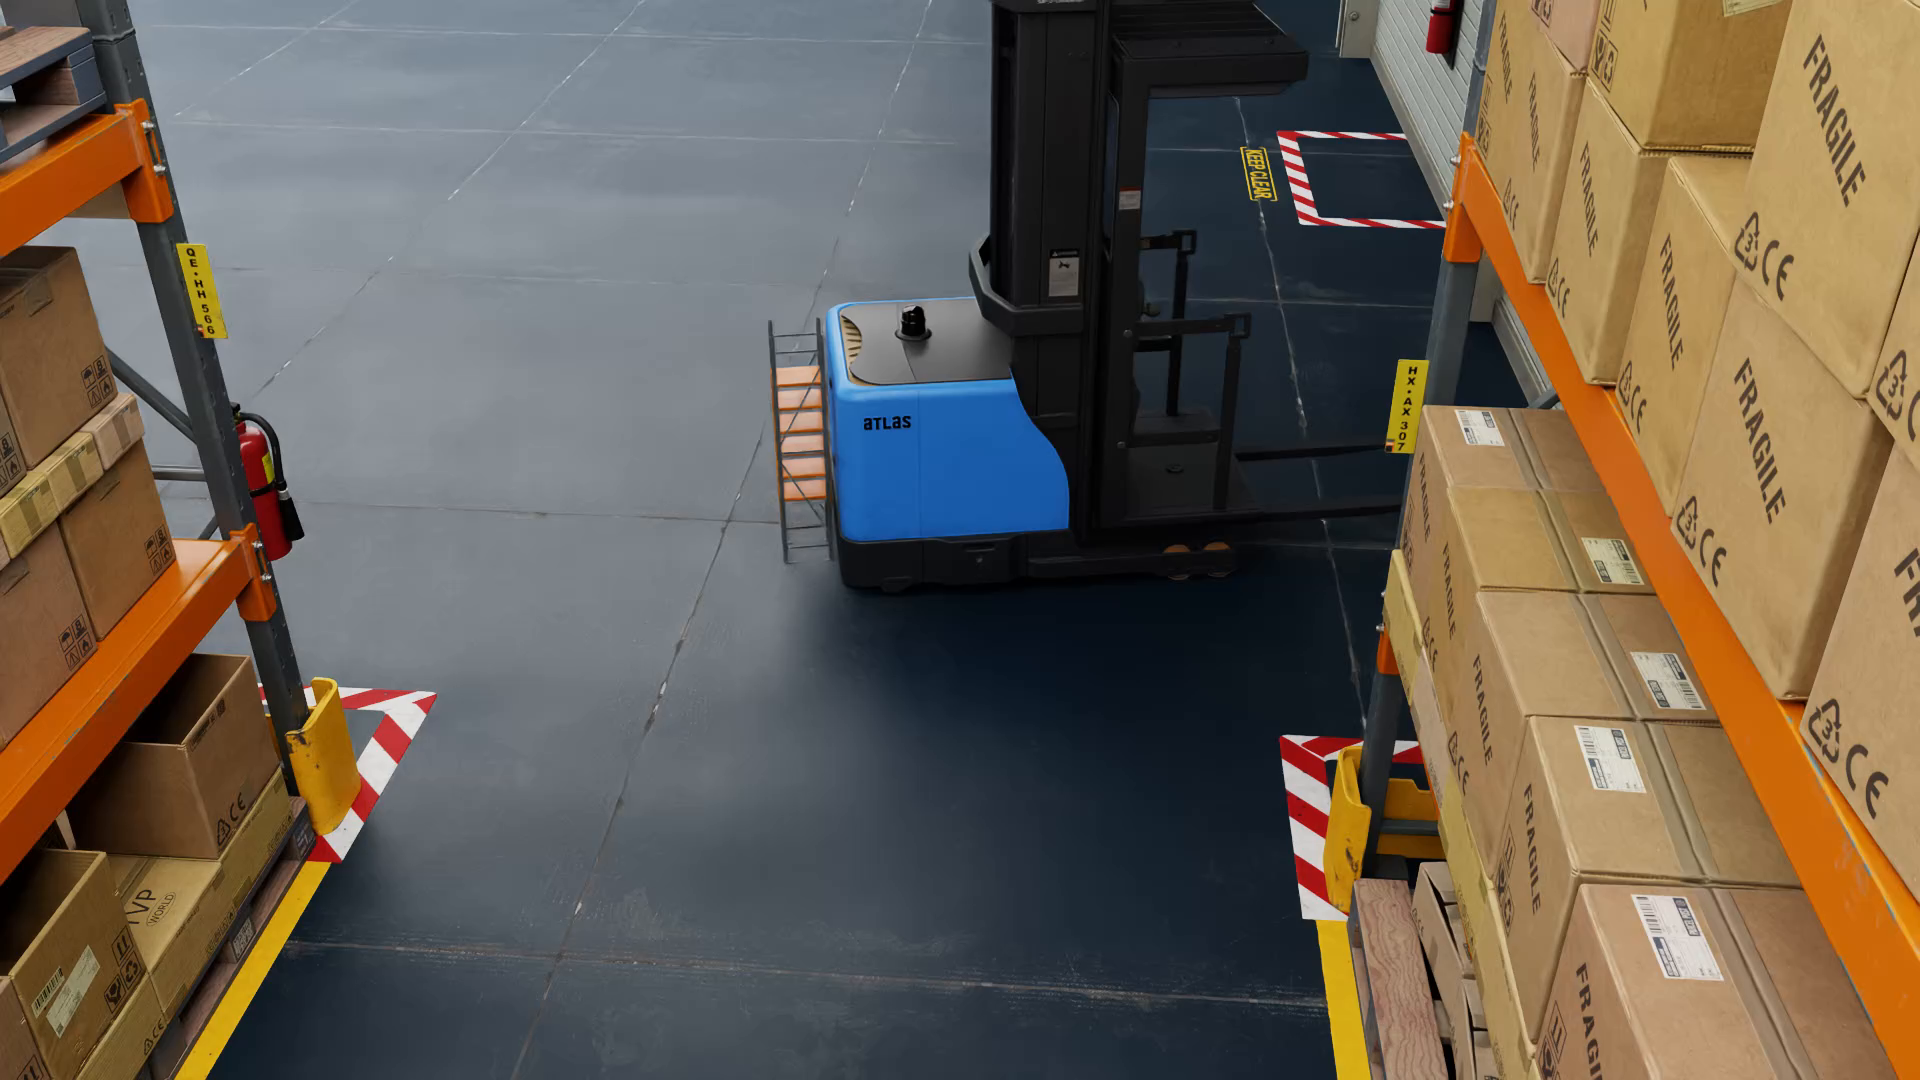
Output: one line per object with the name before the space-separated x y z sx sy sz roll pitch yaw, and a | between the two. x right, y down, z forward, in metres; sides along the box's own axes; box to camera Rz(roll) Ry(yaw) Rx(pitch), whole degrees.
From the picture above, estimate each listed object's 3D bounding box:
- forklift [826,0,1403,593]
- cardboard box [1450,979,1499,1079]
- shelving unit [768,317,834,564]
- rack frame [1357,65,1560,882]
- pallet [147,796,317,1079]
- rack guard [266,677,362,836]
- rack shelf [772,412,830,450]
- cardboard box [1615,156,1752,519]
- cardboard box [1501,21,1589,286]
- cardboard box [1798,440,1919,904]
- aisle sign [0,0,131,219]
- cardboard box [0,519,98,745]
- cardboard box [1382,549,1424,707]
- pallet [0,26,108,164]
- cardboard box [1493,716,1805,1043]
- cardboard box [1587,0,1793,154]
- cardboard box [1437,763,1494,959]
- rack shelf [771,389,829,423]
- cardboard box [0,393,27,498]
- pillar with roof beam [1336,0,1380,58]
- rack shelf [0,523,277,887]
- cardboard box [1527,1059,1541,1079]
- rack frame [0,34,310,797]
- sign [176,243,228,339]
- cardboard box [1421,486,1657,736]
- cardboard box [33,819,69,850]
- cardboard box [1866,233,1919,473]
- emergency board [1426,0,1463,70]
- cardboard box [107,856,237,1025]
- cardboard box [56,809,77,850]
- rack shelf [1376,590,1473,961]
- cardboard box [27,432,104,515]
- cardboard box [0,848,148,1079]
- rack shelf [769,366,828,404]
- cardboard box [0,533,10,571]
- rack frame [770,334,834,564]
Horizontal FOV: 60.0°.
forklift | 0.893 -1.330 7.614 3.031 2.935 1.130 -4 32 -6
cardboard box | 1.760 1.586 4.960 0.500 0.311 0.500 5 32 8
shelving unit | -0.746 -0.452 7.840 0.258 1.200 0.189 -4 32 -7
rack frame | 1.953 -0.027 5.435 1.000 3.000 0.127 2 32 4
pallet | -3.005 1.352 5.855 1.003 0.211 1.213 2 32 4
rack guard | -2.983 0.815 6.451 1.175 0.500 0.348 2 32 4
rack shelf | -0.746 -0.517 7.801 0.258 0.103 0.180 -4 32 -7
cardboard box | 1.536 -0.359 3.000 0.500 0.500 0.500 4 32 7
cardboard box | 1.597 -0.912 3.897 0.500 0.500 0.500 4 32 7
cardboard box | 1.476 0.198 2.096 0.500 0.500 0.500 0 32 0
aisle sign | -2.687 -1.365 5.129 0.394 0.787 0.004 2 32 4
cardboard box | -3.073 0.239 4.908 0.700 0.500 0.500 3 32 5
cardboard box | 1.597 0.270 5.077 0.500 0.250 0.500 2 32 3
pallet | -3.068 -1.108 4.413 1.003 0.211 1.213 2 32 4
cardboard box | 1.486 0.744 3.593 0.500 0.500 0.500 3 32 6
cardboard box | 1.558 -1.061 3.186 0.500 0.500 0.500 3 32 5
cardboard box | 1.521 0.808 4.204 0.500 0.250 0.500 2 32 3
rack shelf | -0.746 -0.619 7.738 0.258 0.103 0.180 -4 32 -7
cardboard box | -3.077 -0.285 4.522 0.700 0.500 0.500 2 32 3
pillar with roof beam | -0.556 -8.637 13.687 9.100 9.000 0.400 2 32 4
rack shelf | -3.148 1.115 4.267 1.077 0.370 4.000 2 32 4
cardboard box | 1.438 1.335 3.348 0.500 0.250 0.500 2 32 4
rack frame | -2.985 -0.237 5.775 1.000 3.000 0.127 2 32 4
sign | -2.445 -0.800 5.360 0.100 0.325 0.005 2 32 4
cardboard box | 1.564 0.204 4.469 0.500 0.500 0.500 3 32 4
cardboard box | -3.289 0.968 5.326 0.500 0.500 0.500 2 32 4
cardboard box | 1.432 -0.251 1.872 0.500 0.500 0.500 4 32 7
emergency board | 3.486 -4.052 11.966 0.194 1.169 0.643 2 32 4
cardboard box | -2.763 1.310 5.486 0.500 0.250 0.500 2 32 4
cardboard box | -3.250 1.026 5.947 0.500 0.250 0.500 2 32 4
rack shelf | 1.790 1.325 3.927 1.077 0.370 4.000 2 32 4
cardboard box | -2.846 -0.211 5.019 0.380 0.149 0.250 3 32 5
cardboard box | -2.799 1.252 4.864 0.500 0.500 0.500 2 32 4
rack shelf | -0.746 -0.721 7.675 0.258 0.103 0.180 -4 32 -7
cardboard box | -2.889 0.055 4.589 0.380 0.149 0.250 3 32 5
rack frame | -0.732 -0.405 7.763 0.240 1.200 0.006 -4 32 -7
